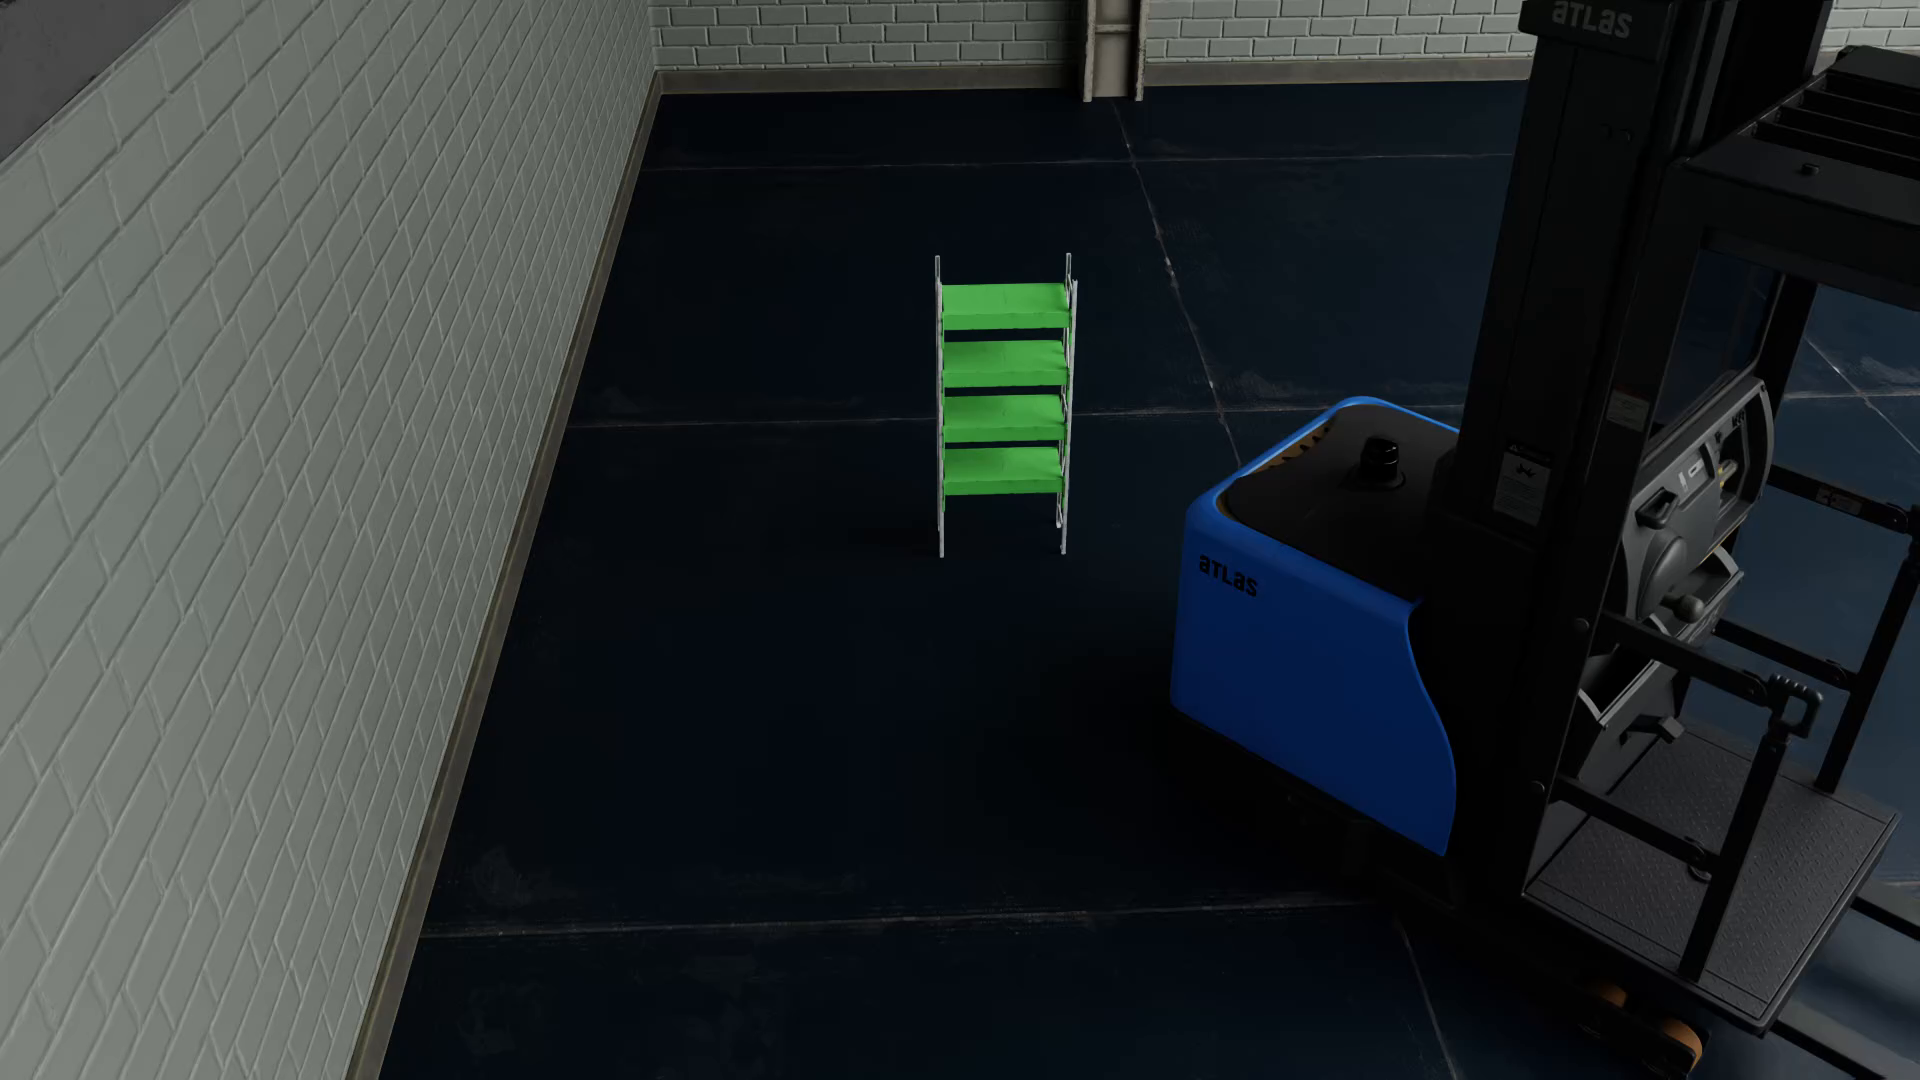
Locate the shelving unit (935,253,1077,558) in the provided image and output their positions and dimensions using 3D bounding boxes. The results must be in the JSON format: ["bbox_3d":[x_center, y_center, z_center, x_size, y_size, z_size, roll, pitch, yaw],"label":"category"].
[{"bbox_3d":[0.165,-0.498,6.415,0.503,1.200,0.258,-2,35,-2],"label":"shelving unit"}]

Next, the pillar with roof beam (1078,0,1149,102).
[{"bbox_3d":[1.199,-4.220,4.940,0.400,9.000,9.100,-2,35,-2],"label":"pillar with roof beam"}]

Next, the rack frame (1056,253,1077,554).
[{"bbox_3d":[0.409,-0.504,6.424,0.015,1.200,0.240,-2,35,-2],"label":"rack frame"}]

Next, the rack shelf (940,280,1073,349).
[{"bbox_3d":[0.165,-0.840,6.178,0.480,0.148,0.258,-2,35,-2],"label":"rack shelf"}]

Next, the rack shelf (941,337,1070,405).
[{"bbox_3d":[0.165,-0.643,6.315,0.480,0.148,0.258,-2,35,-2],"label":"rack shelf"}]

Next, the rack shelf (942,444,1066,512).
[{"bbox_3d":[0.165,-0.248,6.588,0.480,0.148,0.258,-2,35,-2],"label":"rack shelf"}]

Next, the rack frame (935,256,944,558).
[{"bbox_3d":[-0.078,-0.491,6.405,0.015,1.200,0.240,-2,35,-2],"label":"rack frame"}]

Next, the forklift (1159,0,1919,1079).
[{"bbox_3d":[2.092,-0.058,4.258,3.031,2.935,1.130,28,43,34],"label":"forklift"}]

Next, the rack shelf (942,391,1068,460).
[{"bbox_3d":[0.165,-0.445,6.451,0.480,0.148,0.258,-2,35,-2],"label":"rack shelf"}]
